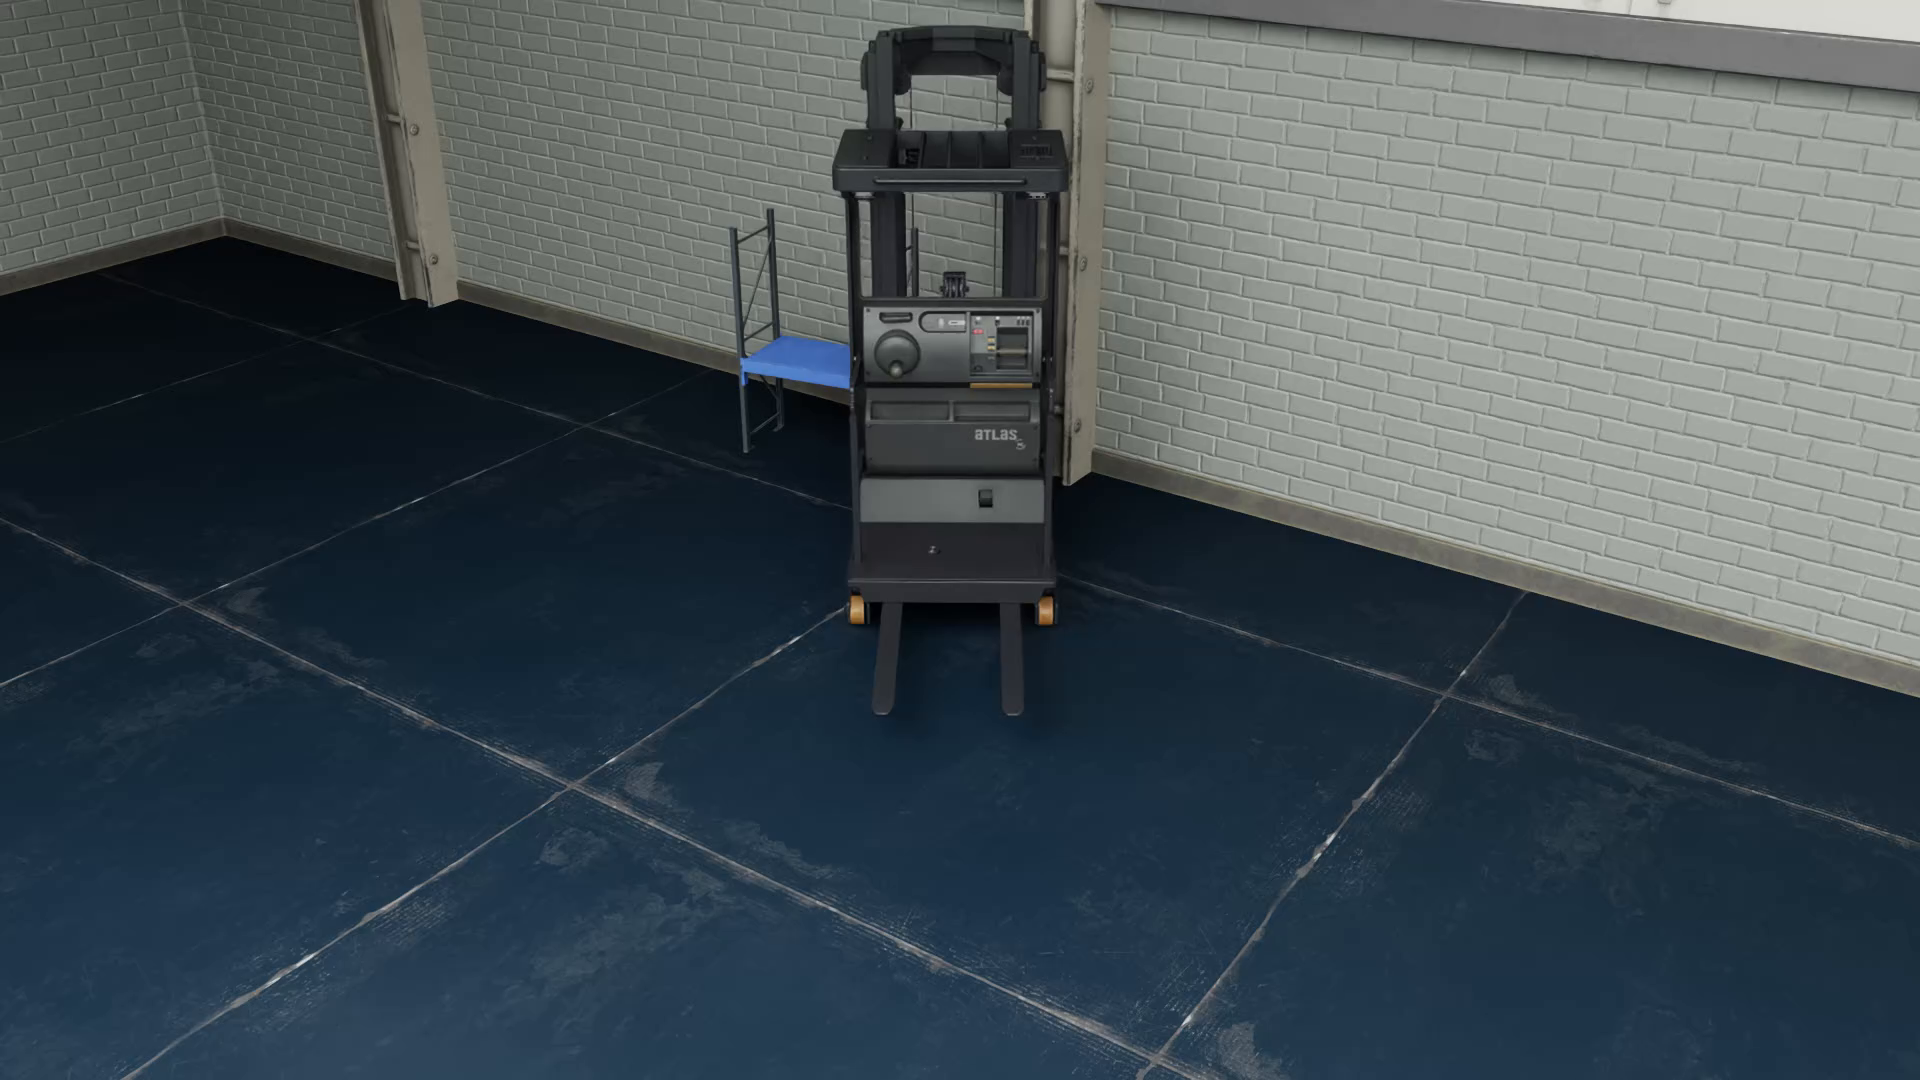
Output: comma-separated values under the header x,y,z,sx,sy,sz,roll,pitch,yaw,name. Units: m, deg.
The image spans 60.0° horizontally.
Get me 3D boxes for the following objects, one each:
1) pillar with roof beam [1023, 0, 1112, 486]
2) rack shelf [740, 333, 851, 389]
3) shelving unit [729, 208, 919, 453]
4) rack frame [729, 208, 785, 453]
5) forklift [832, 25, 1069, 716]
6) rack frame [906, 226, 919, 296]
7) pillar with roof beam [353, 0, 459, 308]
x,y,z,sx,sy,sz,roll,pitch,yaw,name
-1.833,-2.846,5.420,0.400,9.000,9.100,17,32,30,pillar with roof beam
-0.836,-1.089,10.634,1.000,0.185,0.538,11,29,21,rack shelf
-0.836,-1.250,10.552,1.048,1.500,0.538,11,29,21,shelving unit
-1.301,-1.342,10.734,0.032,1.500,0.500,11,29,21,rack frame
-0.038,-0.989,8.461,1.130,2.935,3.031,0,27,1,forklift
-0.370,-1.157,10.370,0.032,1.500,0.500,11,29,21,rack frame
-6.779,-4.386,8.447,0.400,9.000,9.100,17,32,30,pillar with roof beam
